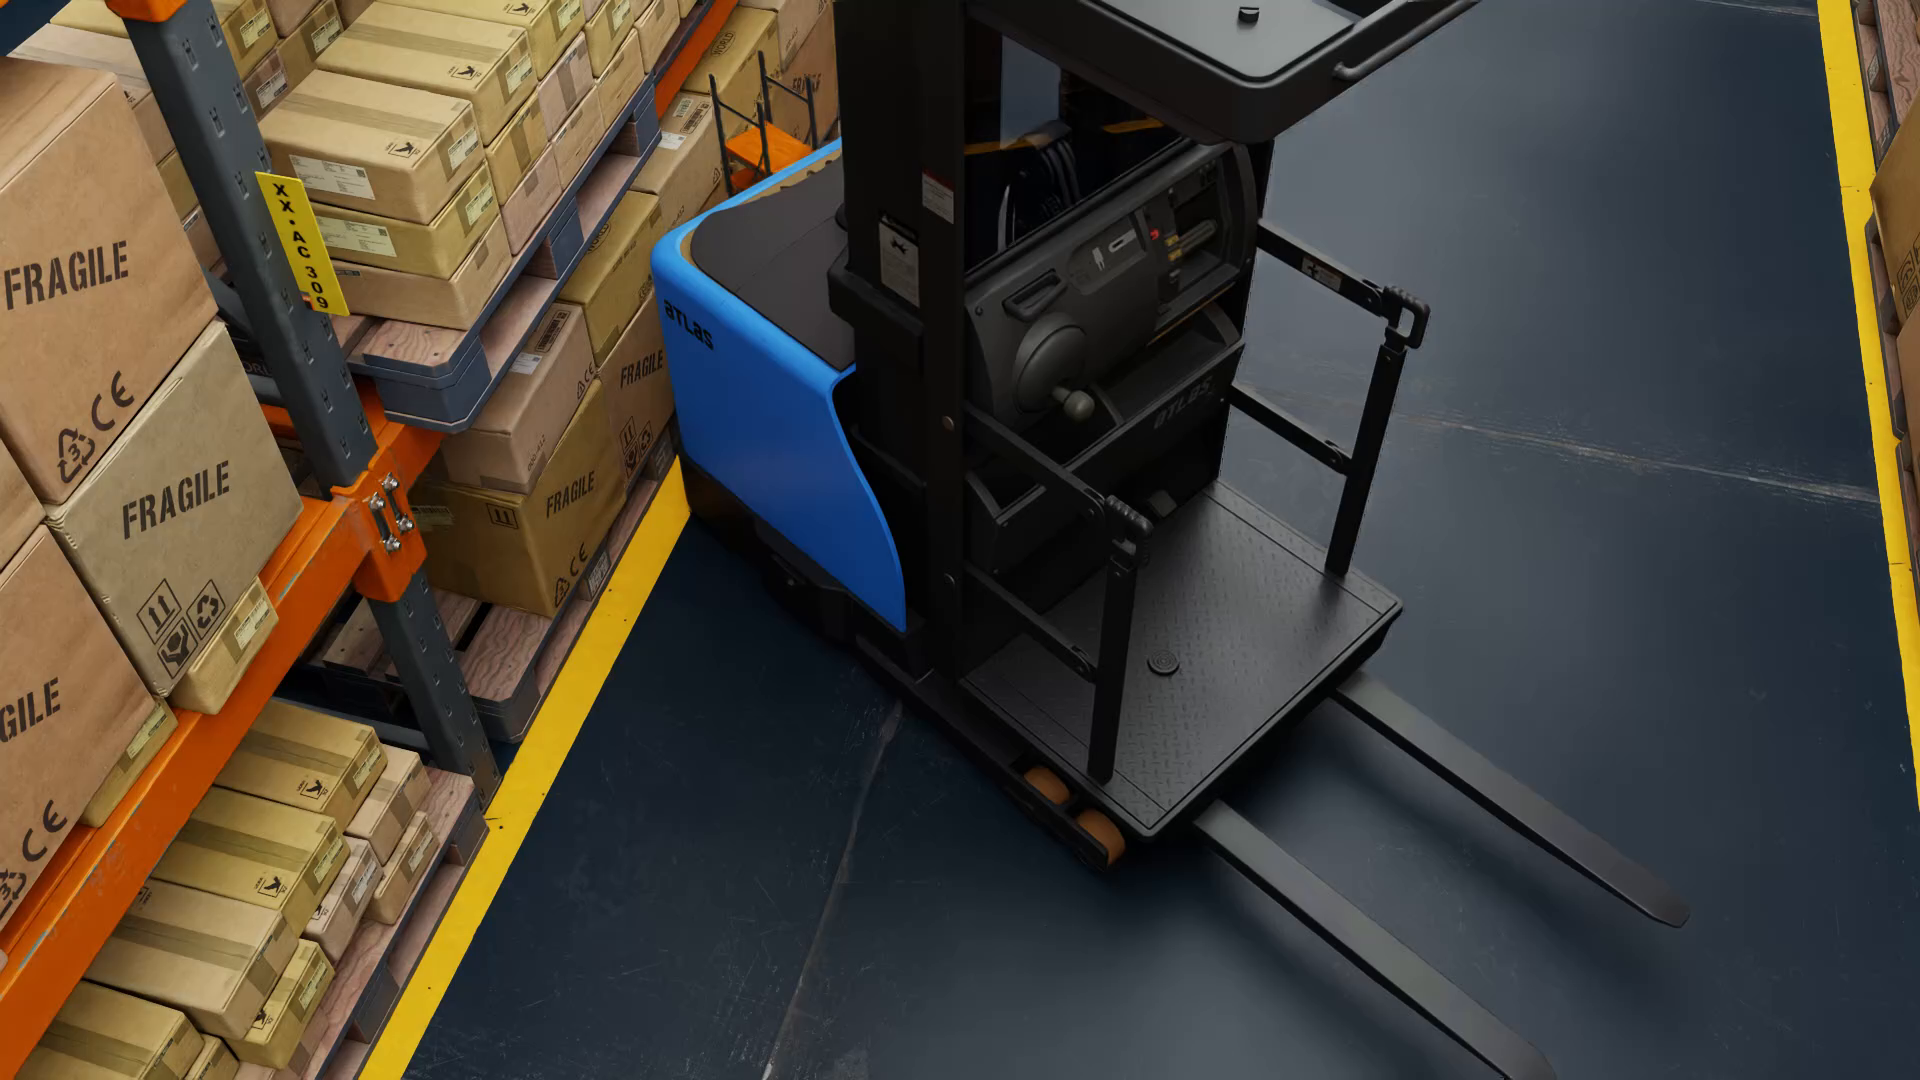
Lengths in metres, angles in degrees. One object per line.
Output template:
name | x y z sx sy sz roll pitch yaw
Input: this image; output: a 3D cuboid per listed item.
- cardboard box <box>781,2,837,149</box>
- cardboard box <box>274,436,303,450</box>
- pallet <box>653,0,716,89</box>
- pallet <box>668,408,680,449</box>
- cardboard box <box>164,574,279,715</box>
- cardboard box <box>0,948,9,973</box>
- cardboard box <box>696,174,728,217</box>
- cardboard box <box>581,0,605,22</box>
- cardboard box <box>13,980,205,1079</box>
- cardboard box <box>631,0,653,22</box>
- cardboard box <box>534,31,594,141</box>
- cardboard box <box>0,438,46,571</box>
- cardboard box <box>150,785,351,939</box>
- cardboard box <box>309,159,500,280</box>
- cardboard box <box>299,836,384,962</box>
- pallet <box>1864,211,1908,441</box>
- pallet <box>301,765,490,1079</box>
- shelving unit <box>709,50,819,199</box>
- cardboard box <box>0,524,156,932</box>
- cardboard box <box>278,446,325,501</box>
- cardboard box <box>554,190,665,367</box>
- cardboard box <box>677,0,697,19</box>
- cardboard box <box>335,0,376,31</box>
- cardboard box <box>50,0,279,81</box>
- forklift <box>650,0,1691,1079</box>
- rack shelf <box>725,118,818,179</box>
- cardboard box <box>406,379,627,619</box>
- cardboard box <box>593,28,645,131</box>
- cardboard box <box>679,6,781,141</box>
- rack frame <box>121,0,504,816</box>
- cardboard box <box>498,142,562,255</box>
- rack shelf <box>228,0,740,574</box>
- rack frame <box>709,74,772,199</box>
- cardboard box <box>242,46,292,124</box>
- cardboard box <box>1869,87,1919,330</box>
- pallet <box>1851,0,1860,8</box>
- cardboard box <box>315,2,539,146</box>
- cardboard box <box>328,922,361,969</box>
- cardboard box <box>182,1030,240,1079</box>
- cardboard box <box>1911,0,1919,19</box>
cardboard box | -0.785 -1.677 6.116 0.500 0.500 0.500 13 50 12
cardboard box | -1.825 -0.522 4.597 0.500 0.250 0.500 10 49 9
pallet | -1.206 -1.764 4.934 1.003 0.211 1.213 12 50 10
pallet | -1.254 -0.900 5.903 1.003 0.211 1.213 12 50 10
cardboard box | -1.589 0.170 3.267 0.380 0.149 0.250 10 49 9
cardboard box | -1.851 0.735 2.768 0.380 0.149 0.250 10 49 8
cardboard box | -1.064 -0.932 5.459 0.500 0.500 0.500 12 50 11
cardboard box | -1.024 -1.389 3.966 0.380 0.149 0.250 11 49 10
cardboard box | -1.851 1.089 3.513 0.380 0.149 0.250 13 50 11
cardboard box | -0.959 -1.481 4.245 0.380 0.149 0.250 13 50 12
cardboard box | -1.096 -1.097 3.906 0.380 0.149 0.250 13 50 11
cardboard box | -1.771 -0.068 2.377 0.500 0.500 0.500 10 49 9
cardboard box | -1.648 0.735 3.825 0.380 0.149 0.250 12 50 11
cardboard box | -1.230 -0.722 3.576 0.380 0.149 0.250 12 50 11
cardboard box | -1.612 0.821 3.948 0.380 0.149 0.250 9 49 8
pallet | 3.754 -0.737 5.760 1.003 0.211 1.213 12 50 10
pallet | -1.920 1.042 4.190 1.003 0.211 1.213 12 50 10
shelving unit | -0.563 -0.934 5.266 0.189 1.200 0.258 -36 55 -27
cardboard box | -1.770 0.276 2.741 0.500 0.500 0.500 10 49 9
cardboard box | -1.825 -0.271 4.875 0.500 0.500 0.500 11 49 9
cardboard box | -1.190 -0.802 4.844 0.500 0.250 0.500 13 50 11
cardboard box | -0.891 -1.569 4.522 0.380 0.149 0.250 11 49 9
cardboard box | -1.659 -1.423 4.195 0.380 0.149 0.250 10 49 9
cardboard box | -1.790 -1.150 3.755 0.380 0.149 0.250 10 49 9
forklift | 0.522 -0.531 3.763 1.130 2.935 3.031 -36 58 -28
rack shelf | -0.573 -1.150 5.037 0.180 0.103 0.258 -36 55 -27
cardboard box | -1.327 -0.168 4.785 0.500 0.500 0.500 13 50 11
cardboard box | -1.026 -1.187 4.184 0.380 0.149 0.250 12 50 10
cardboard box | -0.923 -1.549 5.503 0.500 0.250 0.500 13 50 11
rack frame | -1.777 -0.374 3.579 1.000 3.000 0.127 12 50 10
cardboard box | -1.162 -0.826 3.865 0.380 0.149 0.250 12 50 11
rack shelf | -1.251 -1.582 5.126 1.077 0.370 4.000 12 50 10
rack frame | -0.629 -0.886 5.224 0.006 1.200 0.240 -36 55 -27
cardboard box | -1.795 -1.046 3.861 0.380 0.149 0.250 12 50 10
cardboard box | 3.833 -1.156 5.407 1.225 0.875 0.875 9 49 8
pallet | 4.564 -2.737 7.525 1.003 0.211 1.213 12 50 10
cardboard box | -1.162 -1.024 3.643 0.380 0.149 0.250 13 50 11
cardboard box | -1.701 0.953 4.030 0.380 0.149 0.250 13 50 11
cardboard box | -1.827 1.180 3.631 0.380 0.149 0.250 12 50 10
cardboard box | 4.325 -2.426 6.764 0.700 0.500 0.500 8 49 7
